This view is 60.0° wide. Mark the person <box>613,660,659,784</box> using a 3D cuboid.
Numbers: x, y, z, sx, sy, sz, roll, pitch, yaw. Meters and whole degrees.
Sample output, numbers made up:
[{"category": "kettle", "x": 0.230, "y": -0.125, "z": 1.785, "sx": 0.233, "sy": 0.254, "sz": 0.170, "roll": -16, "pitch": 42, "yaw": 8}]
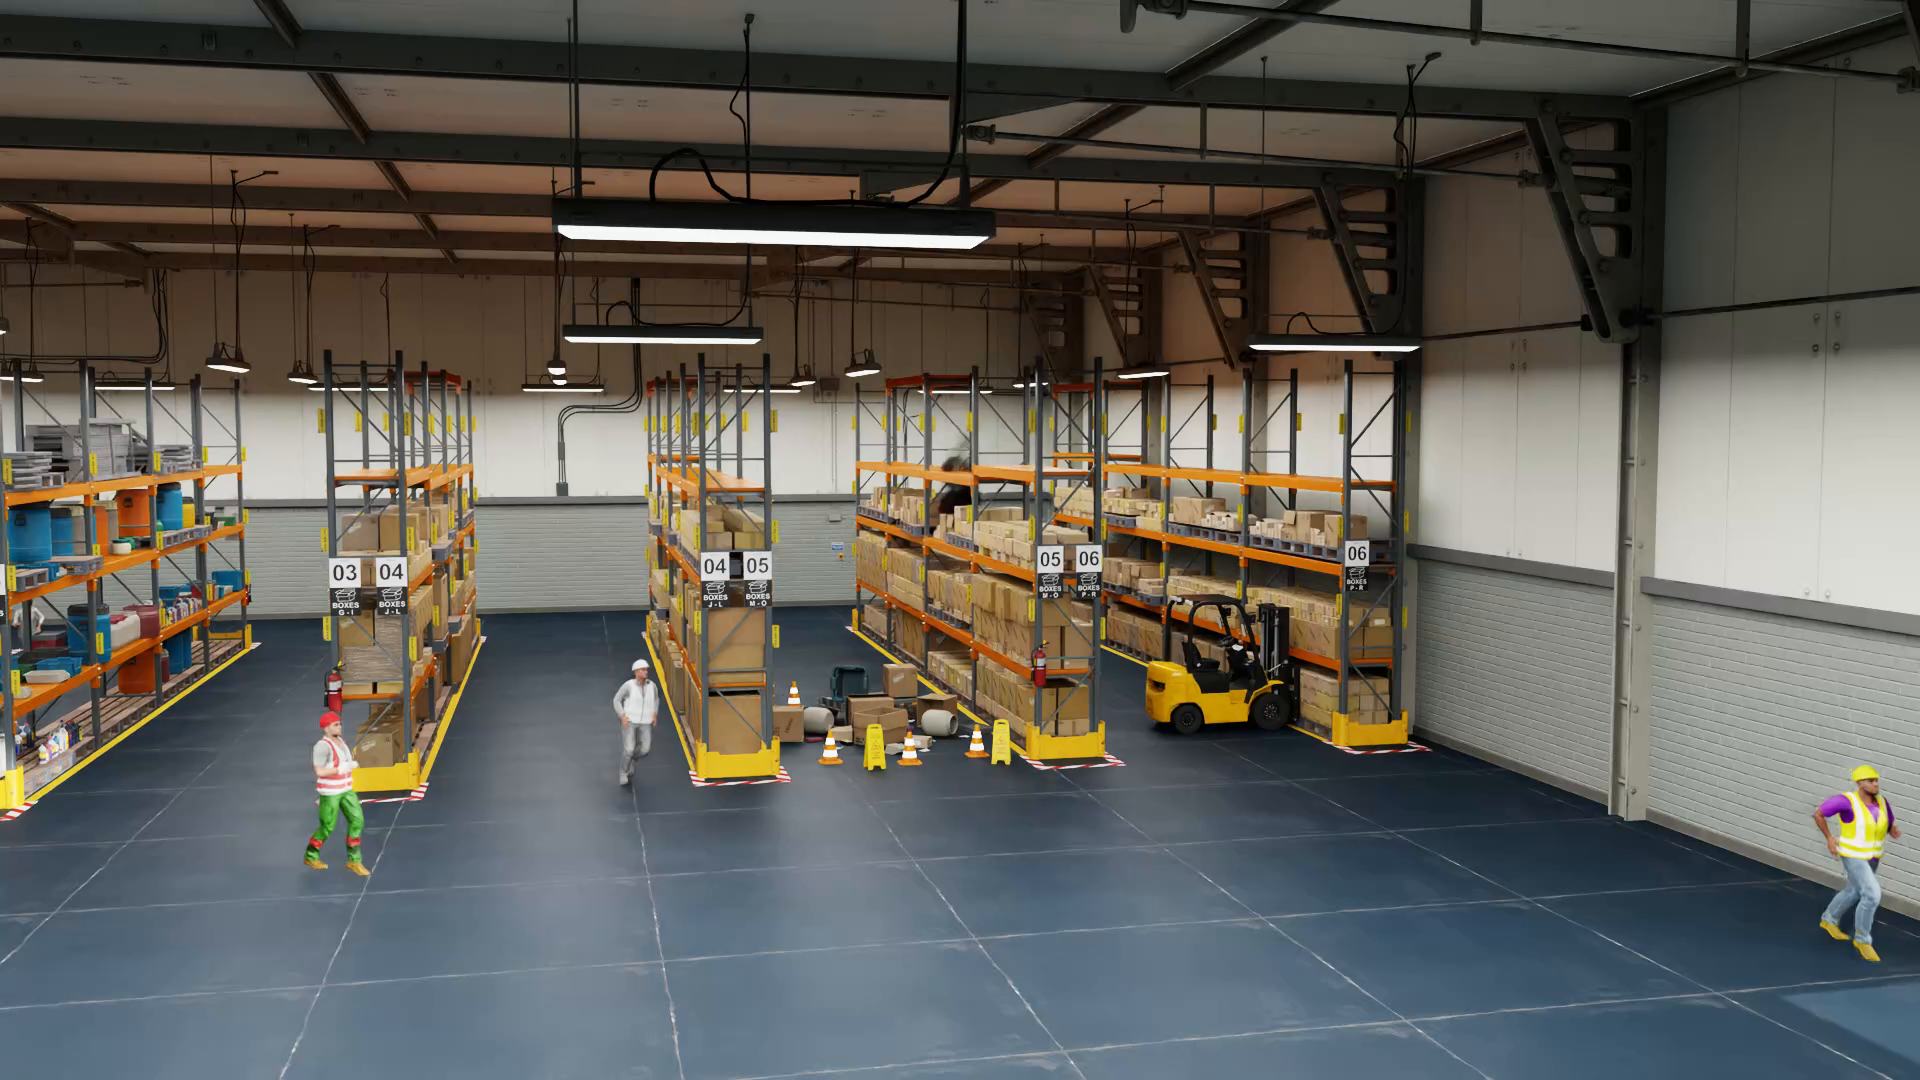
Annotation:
[{"category": "person", "x": -4.508, "y": 2.533, "z": 23.313, "sx": 0.705, "sy": 1.711, "sz": 0.532, "roll": -2, "pitch": 5, "yaw": -31}]

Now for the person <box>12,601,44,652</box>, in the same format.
[{"category": "person", "x": -18.349, "y": 1.924, "z": 32.742, "sx": 0.522, "sy": 1.645, "sz": 0.743, "roll": -1, "pitch": 4, "yaw": -19}]

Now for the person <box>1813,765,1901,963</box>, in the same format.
[{"category": "person", "x": 8.527, "y": 3.023, "z": 15.775, "sx": 0.685, "sy": 1.821, "sz": 0.773, "roll": -2, "pitch": 4, "yaw": -21}]

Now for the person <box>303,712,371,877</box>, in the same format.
[{"category": "person", "x": -6.923, "y": 2.816, "z": 18.399, "sx": 0.759, "sy": 1.837, "sz": 0.637, "roll": 1, "pitch": 4, "yaw": 17}]
